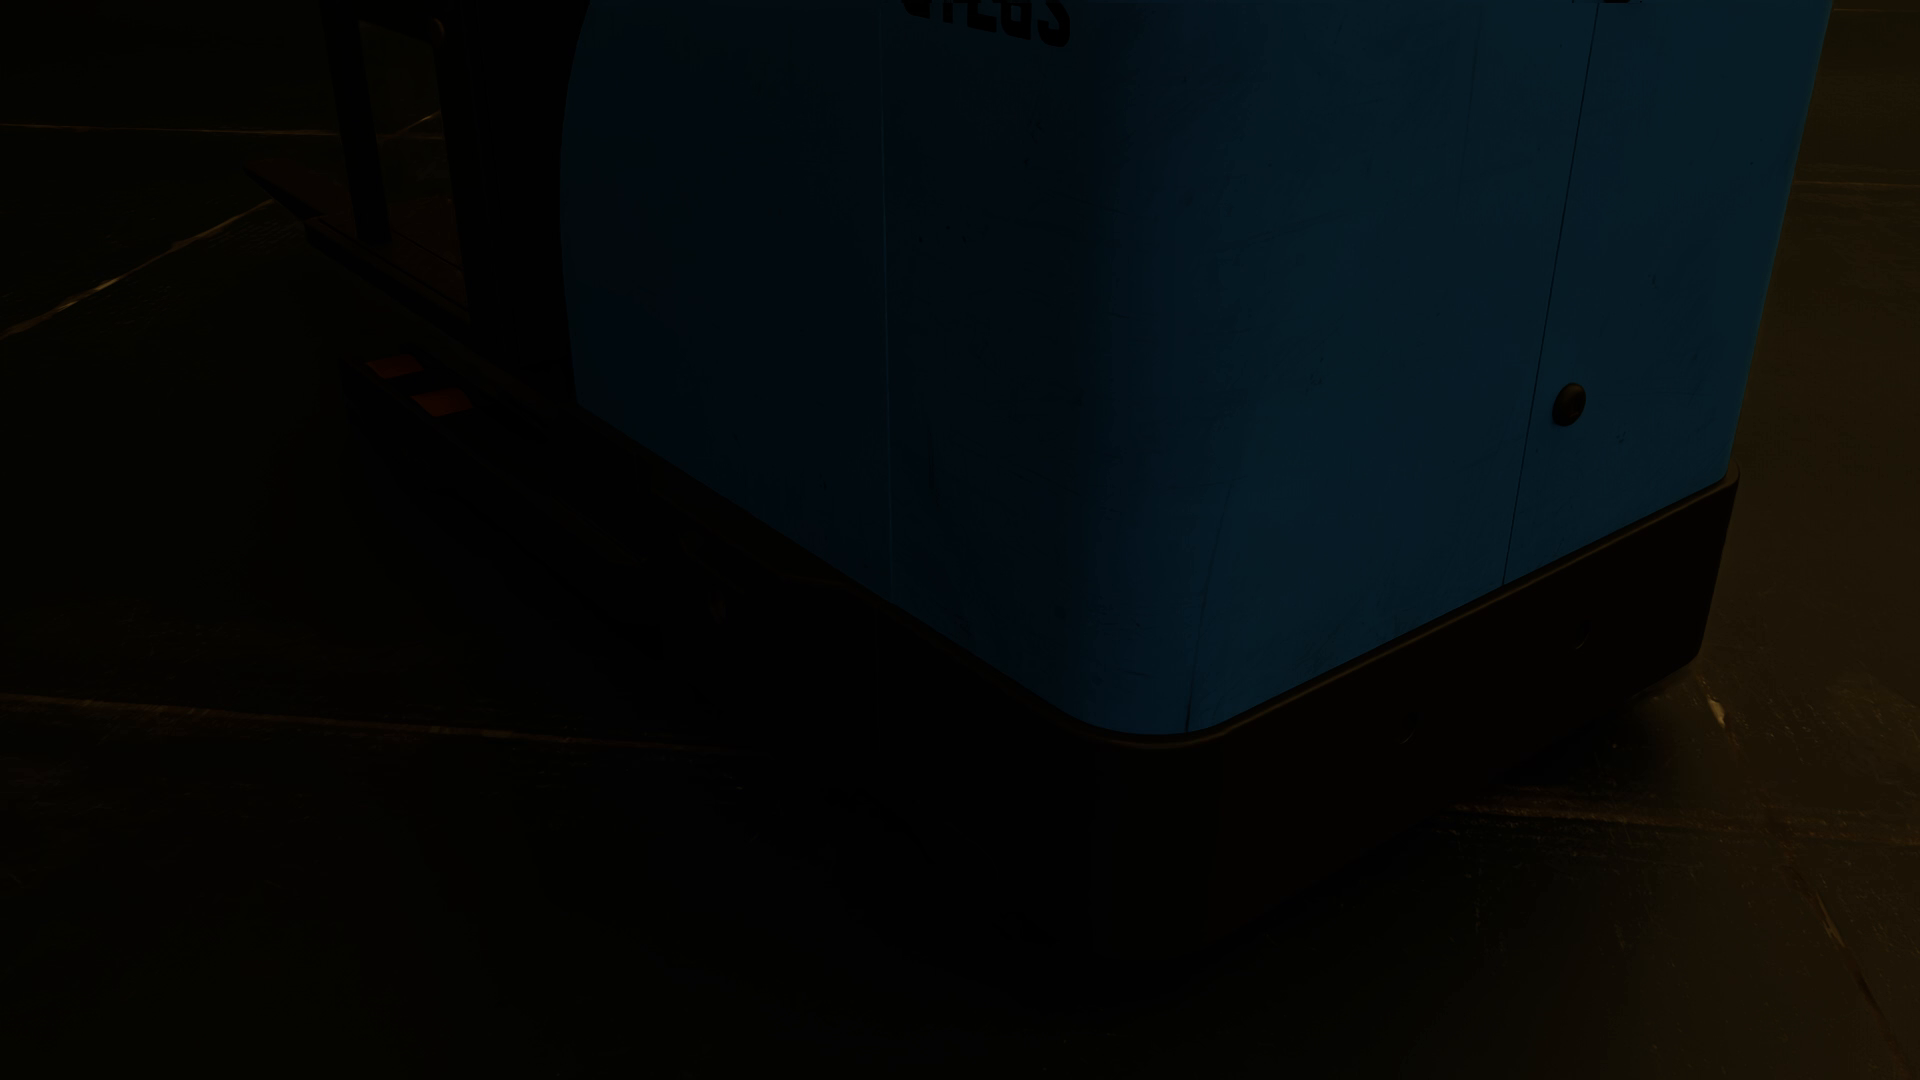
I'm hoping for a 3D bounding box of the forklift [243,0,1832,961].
[{"bbox_3d":[-0.378,-1.509,2.242,1.130,2.935,3.031,-19,32,-34],"label":"forklift"}]
